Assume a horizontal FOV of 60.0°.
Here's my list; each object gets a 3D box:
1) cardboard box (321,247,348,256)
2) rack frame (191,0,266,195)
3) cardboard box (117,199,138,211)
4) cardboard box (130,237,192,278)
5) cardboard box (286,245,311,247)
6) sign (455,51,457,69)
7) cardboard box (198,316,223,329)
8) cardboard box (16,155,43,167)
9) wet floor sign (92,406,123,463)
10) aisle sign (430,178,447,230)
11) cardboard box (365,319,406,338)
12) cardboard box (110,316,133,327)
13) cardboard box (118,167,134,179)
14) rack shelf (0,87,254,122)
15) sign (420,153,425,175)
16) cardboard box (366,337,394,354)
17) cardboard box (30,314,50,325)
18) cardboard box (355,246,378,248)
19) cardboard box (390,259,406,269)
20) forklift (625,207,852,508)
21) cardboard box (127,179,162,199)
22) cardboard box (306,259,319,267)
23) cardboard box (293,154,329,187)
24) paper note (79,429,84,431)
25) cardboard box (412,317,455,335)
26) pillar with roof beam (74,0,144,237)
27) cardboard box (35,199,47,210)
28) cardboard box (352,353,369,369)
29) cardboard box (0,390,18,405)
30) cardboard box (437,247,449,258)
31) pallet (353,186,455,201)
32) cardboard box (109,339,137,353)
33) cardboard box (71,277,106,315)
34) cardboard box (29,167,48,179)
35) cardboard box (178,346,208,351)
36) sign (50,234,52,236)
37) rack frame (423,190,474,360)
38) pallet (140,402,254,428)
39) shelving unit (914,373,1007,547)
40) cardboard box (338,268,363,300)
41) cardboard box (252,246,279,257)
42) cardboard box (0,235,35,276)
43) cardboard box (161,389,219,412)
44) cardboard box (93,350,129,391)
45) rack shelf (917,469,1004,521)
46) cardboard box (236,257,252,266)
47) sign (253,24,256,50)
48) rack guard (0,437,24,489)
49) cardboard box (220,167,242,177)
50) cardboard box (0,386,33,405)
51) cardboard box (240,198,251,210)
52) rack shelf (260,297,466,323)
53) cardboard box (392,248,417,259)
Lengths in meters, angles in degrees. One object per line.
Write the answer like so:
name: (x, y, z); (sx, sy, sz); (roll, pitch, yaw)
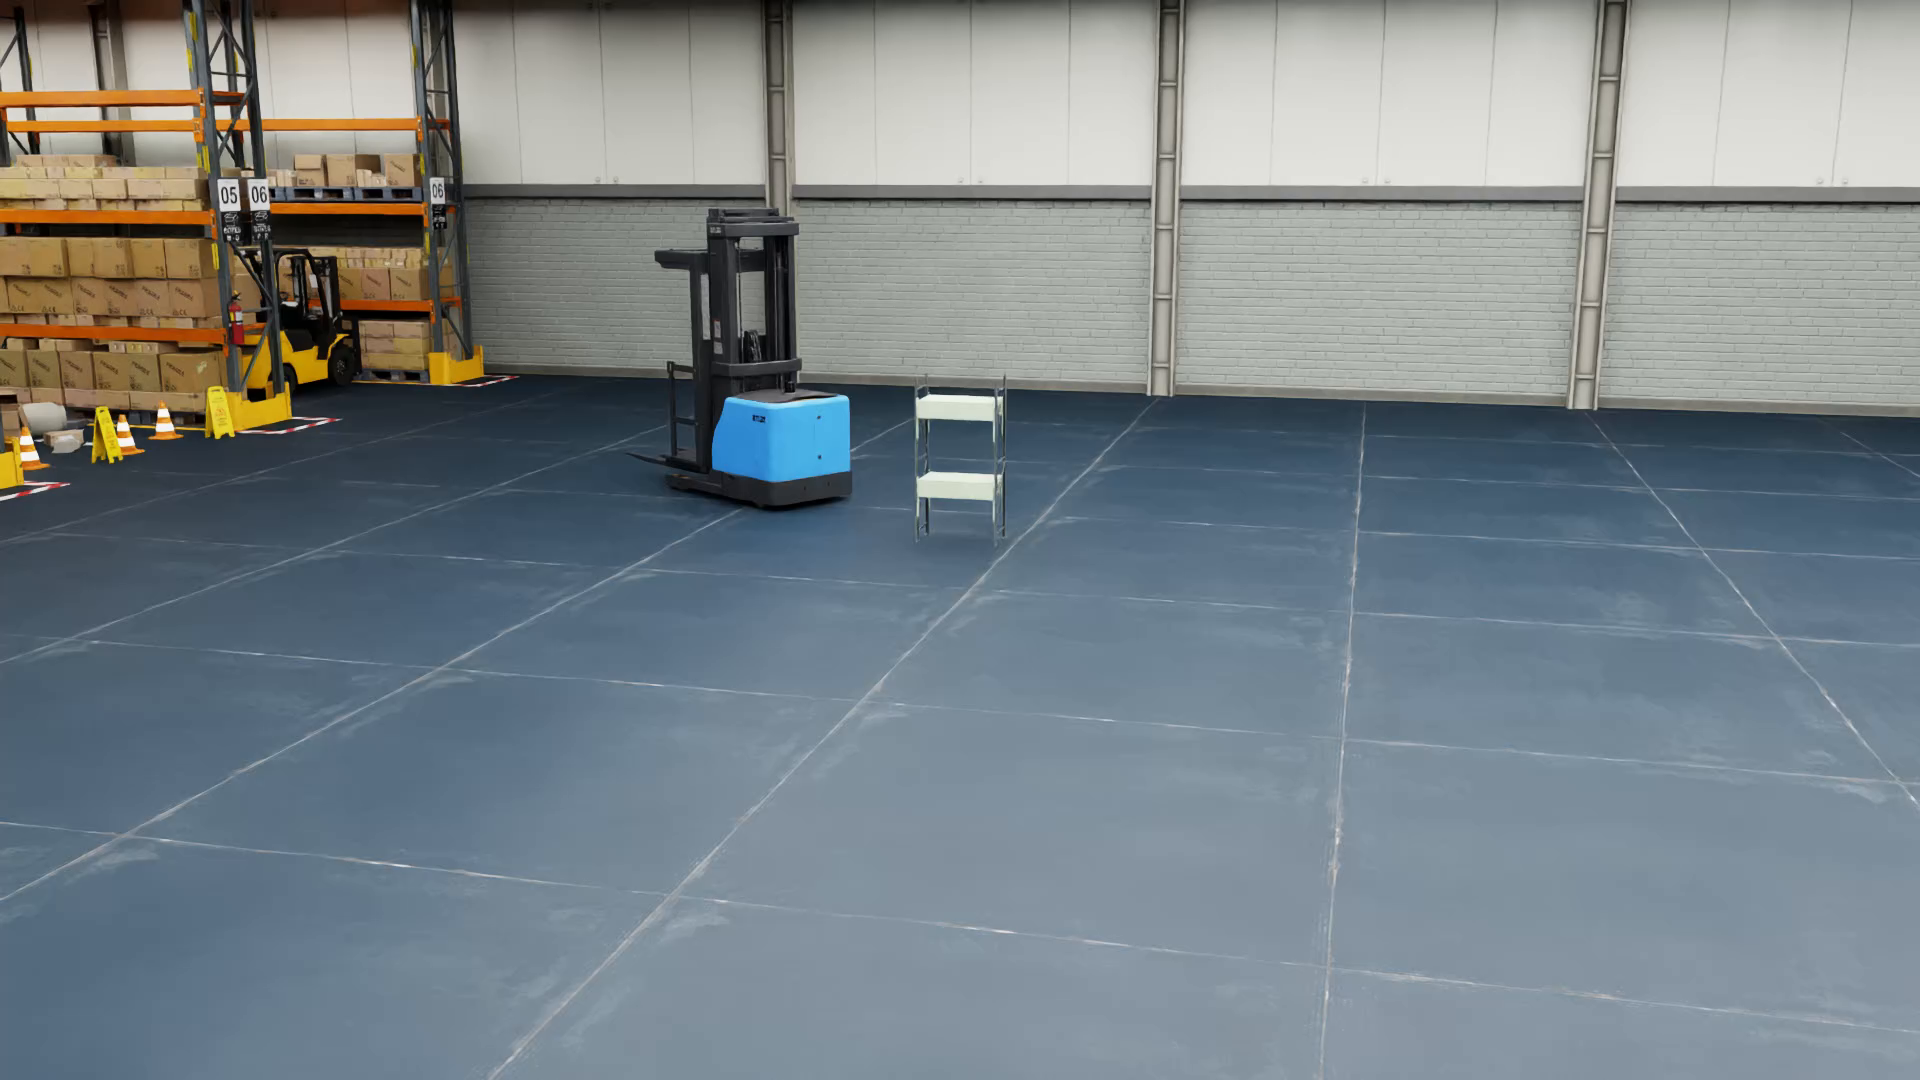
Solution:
cardboard box: (-10.041, -4.618, 26.707); (0.250, 0.149, 0.380); (3, 13, 14)
rack frame: (-9.338, -5.939, 21.228); (0.127, 3.000, 1.000); (3, 13, 14)
cardboard box: (-10.734, -4.369, 21.656); (0.250, 0.149, 0.380); (3, 13, 13)
cardboard box: (-10.376, -3.701, 21.764); (0.500, 0.500, 0.700); (3, 13, 14)
cardboard box: (-10.901, -4.787, 27.471); (0.250, 0.149, 0.380); (3, 13, 12)
sign: (-8.013, -7.633, 26.340); (0.005, 0.325, 0.100); (3, 13, 14)
cardboard box: (-9.752, -2.862, 21.790); (0.250, 0.149, 0.380); (4, 13, 15)
cardboard box: (-15.274, -6.148, 27.662); (0.500, 0.500, 0.500); (3, 13, 14)
wet floor sign: (-9.923, -1.230, 19.287); (0.232, 0.644, 0.267); (1, 13, 4)
aisle sign: (-8.159, -5.258, 26.008); (0.004, 0.787, 0.394); (3, 13, 14)
cardboard box: (-9.171, -3.389, 26.653); (0.500, 0.250, 0.500); (3, 13, 15)
cardboard box: (-11.011, -2.914, 22.022); (0.250, 0.149, 0.380); (3, 13, 13)
cardboard box: (-10.700, -4.766, 21.604); (0.250, 0.149, 0.380); (3, 13, 14)
rack shelf: (-11.279, -5.690, 21.774); (4.000, 0.370, 1.077); (3, 13, 14)
sign: (-8.296, -5.799, 25.660); (0.005, 0.325, 0.100); (3, 13, 14)
cardboard box: (-9.184, -3.149, 26.727); (0.500, 0.250, 0.500); (3, 13, 13)
cardboard box: (-12.238, -2.982, 22.329); (0.250, 0.149, 0.380); (3, 13, 15)
cardboard box: (-9.662, -4.718, 27.157); (0.250, 0.149, 0.380); (3, 13, 12)
cardboard box: (-8.811, -4.386, 26.349); (0.250, 0.149, 0.380); (3, 13, 14)
forklift: (-2.480, -2.005, 17.505); (1.130, 2.935, 3.031); (-11, 17, -42)
cardboard box: (-10.384, -4.546, 21.533); (0.500, 0.250, 0.500); (3, 13, 13)
cardboard box: (-10.293, -4.471, 26.733); (0.250, 0.149, 0.380); (3, 13, 12)
cardboard box: (-10.170, -5.907, 26.571); (0.637, 0.503, 0.797); (3, 13, 15)
paper note: (-11.465, -1.422, 21.571); (0.148, 0.019, 0.142); (-1, 13, -6)
cardboard box: (-8.573, -3.470, 27.019); (0.500, 0.250, 0.500); (3, 13, 13)
pillar with roof beam: (-15.469, -6.615, 24.274); (0.548, 9.000, 9.100); (3, 13, 14)
cardboard box: (-11.979, -4.440, 21.974); (0.250, 0.149, 0.380); (3, 13, 12)
cardboard box: (-9.648, -2.931, 26.897); (0.500, 0.250, 0.500); (3, 13, 14)
cardboard box: (-12.507, -1.657, 21.543); (0.500, 0.500, 0.500); (-9, 15, -35)
cardboard box: (-8.427, -4.628, 26.751); (0.250, 0.149, 0.380); (3, 13, 12)
pallet: (-8.832, -5.518, 26.458); (1.213, 0.211, 1.003); (3, 13, 14)
cardboard box: (-11.049, -2.575, 22.066); (0.250, 0.149, 0.380); (4, 13, 16)
cardboard box: (-11.388, -3.259, 22.079); (0.500, 0.500, 0.500); (3, 13, 14)
cardboard box: (-11.978, -4.820, 21.846); (0.250, 0.149, 0.380); (3, 13, 12)
cardboard box: (-10.587, -2.367, 22.623); (0.500, 0.500, 0.500); (3, 13, 11)
sign: (-15.789, -5.152, 28.856); (0.005, 0.325, 0.100); (3, 13, 14)
rack frame: (-8.152, -4.055, 26.583); (0.127, 3.000, 1.000); (3, 13, 14)
pallet: (-10.192, -1.703, 22.421); (1.213, 0.211, 1.003); (3, 13, 14)
shelving unit: (0.006, -0.732, 15.070); (0.755, 1.500, 0.431); (3, 13, 14)
cardboard box: (-9.692, -4.129, 26.688); (0.500, 0.500, 0.500); (3, 13, 12)
cardboard box: (-11.272, -4.688, 27.023); (0.250, 0.149, 0.380); (3, 13, 12)
cardboard box: (-12.846, -3.832, 22.354); (0.500, 0.500, 0.700); (3, 13, 13)
cardboard box: (-10.210, -1.860, 22.070); (0.500, 0.250, 0.500); (3, 13, 13)
cardboard box: (-11.174, -2.280, 22.233); (0.500, 0.500, 0.500); (3, 13, 12)
rack shelf: (0.006, -0.414, 15.140); (0.720, 0.370, 0.431); (3, 13, 14)
cardboard box: (-11.537, -4.543, 27.055); (0.250, 0.149, 0.380); (3, 13, 15)
sign: (-9.208, -6.548, 21.632); (0.005, 0.325, 0.100); (3, 13, 14)
rack guard: (-10.402, -0.743, 17.427); (0.348, 0.500, 1.175); (3, 13, 14)
cardboard box: (-9.634, -4.803, 21.770); (0.250, 0.149, 0.380); (3, 13, 13)
cardboard box: (-12.713, -1.993, 22.672); (0.500, 0.250, 0.500); (2, 13, 11)
cardboard box: (-9.582, -4.438, 21.965); (0.250, 0.149, 0.380); (3, 13, 14)
rack shelf: (-10.094, -3.807, 27.129); (4.000, 0.370, 1.077); (3, 13, 14)
cardboard box: (-8.797, -4.546, 26.382); (0.250, 0.149, 0.380); (3, 13, 14)
